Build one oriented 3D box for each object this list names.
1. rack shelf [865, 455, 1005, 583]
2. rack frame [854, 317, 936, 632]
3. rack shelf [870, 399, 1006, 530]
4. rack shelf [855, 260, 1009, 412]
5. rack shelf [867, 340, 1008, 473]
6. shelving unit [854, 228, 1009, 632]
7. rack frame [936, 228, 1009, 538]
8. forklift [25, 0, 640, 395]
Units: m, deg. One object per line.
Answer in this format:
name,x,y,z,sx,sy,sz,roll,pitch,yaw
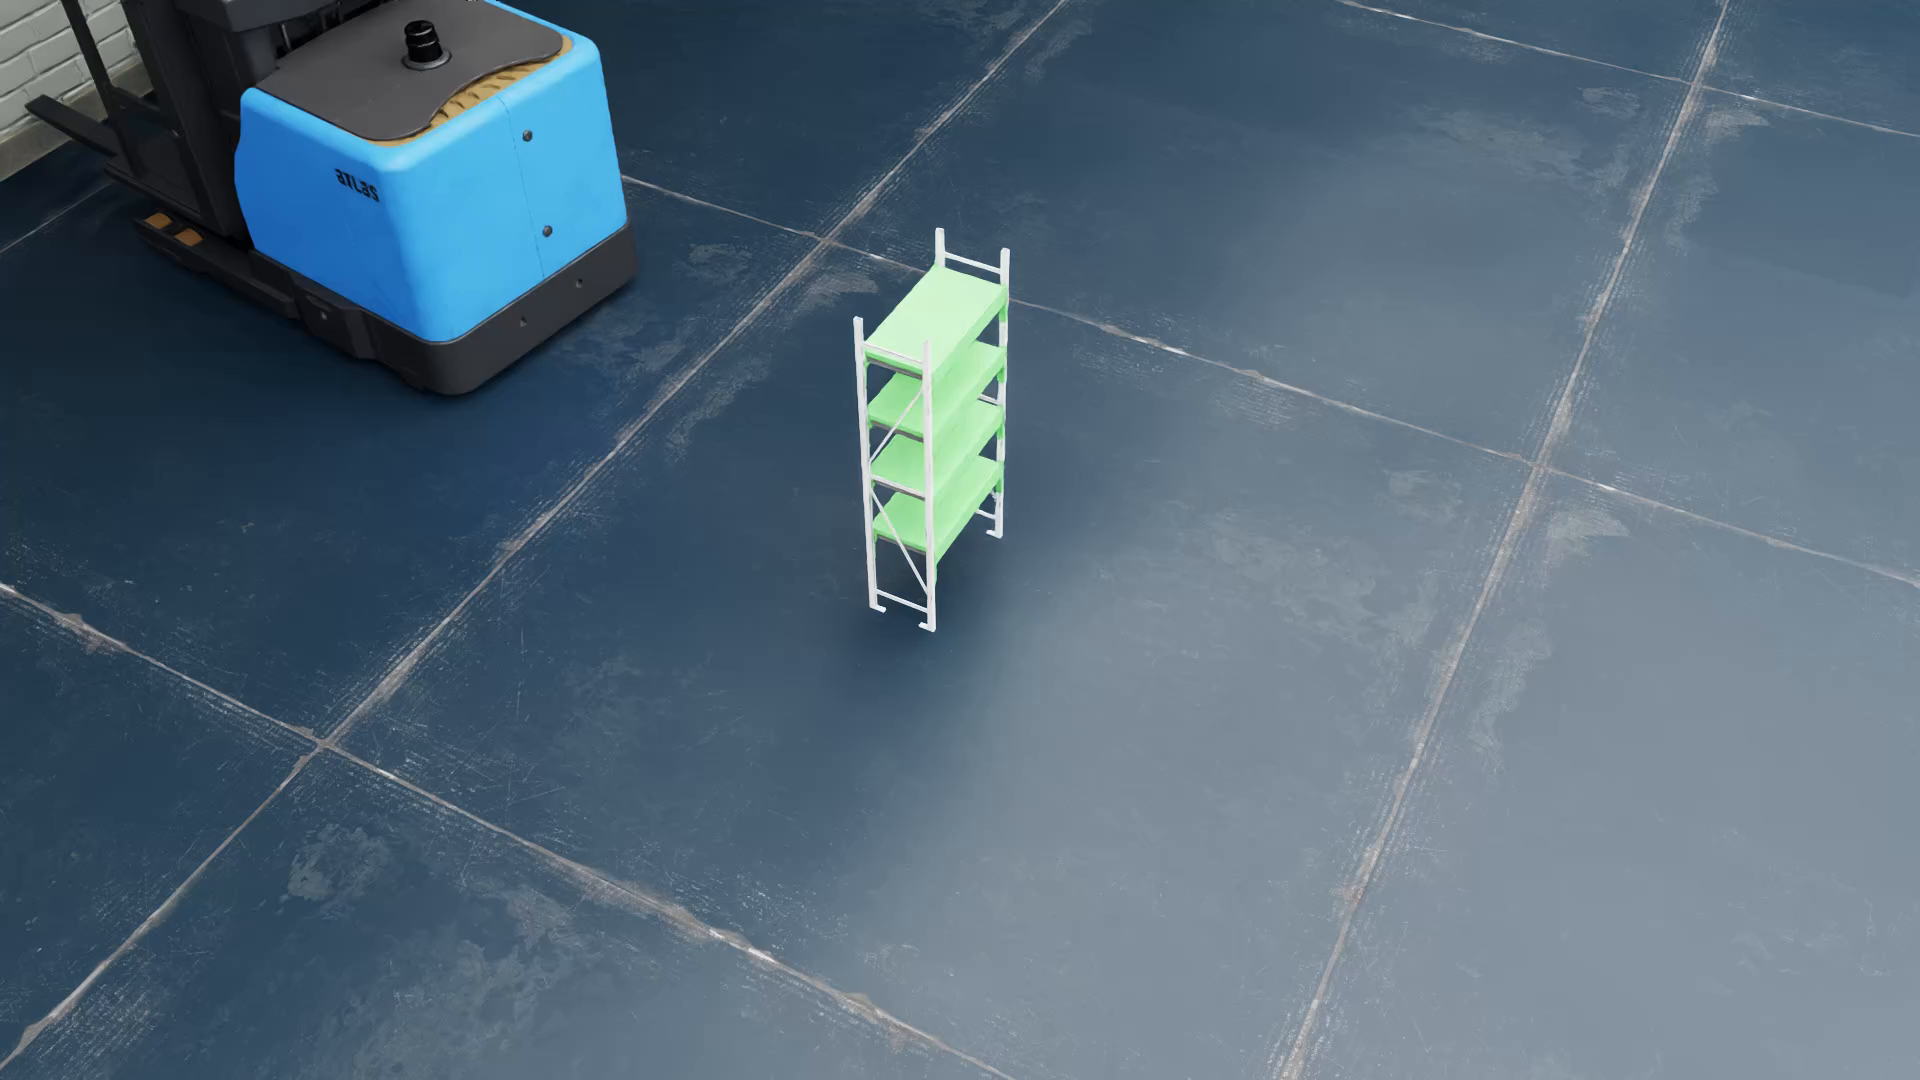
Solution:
rack shelf,-0.077,-0.104,5.436,0.258,0.148,0.480,20,49,19
rack frame,-0.190,-0.164,5.068,0.240,1.200,0.015,20,49,19
rack shelf,-0.077,-0.273,5.266,0.258,0.148,0.480,20,49,19
rack shelf,-0.077,-0.610,4.924,0.258,0.148,0.480,20,49,19
rack shelf,-0.077,-0.441,5.095,0.258,0.148,0.480,20,49,19
shelving unit,-0.077,-0.317,5.220,0.258,1.200,0.503,20,49,19
rack frame,0.036,-0.471,5.372,0.240,1.200,0.015,20,49,19
forklift,-2.792,-2.417,6.078,3.031,2.935,1.130,27,51,24
